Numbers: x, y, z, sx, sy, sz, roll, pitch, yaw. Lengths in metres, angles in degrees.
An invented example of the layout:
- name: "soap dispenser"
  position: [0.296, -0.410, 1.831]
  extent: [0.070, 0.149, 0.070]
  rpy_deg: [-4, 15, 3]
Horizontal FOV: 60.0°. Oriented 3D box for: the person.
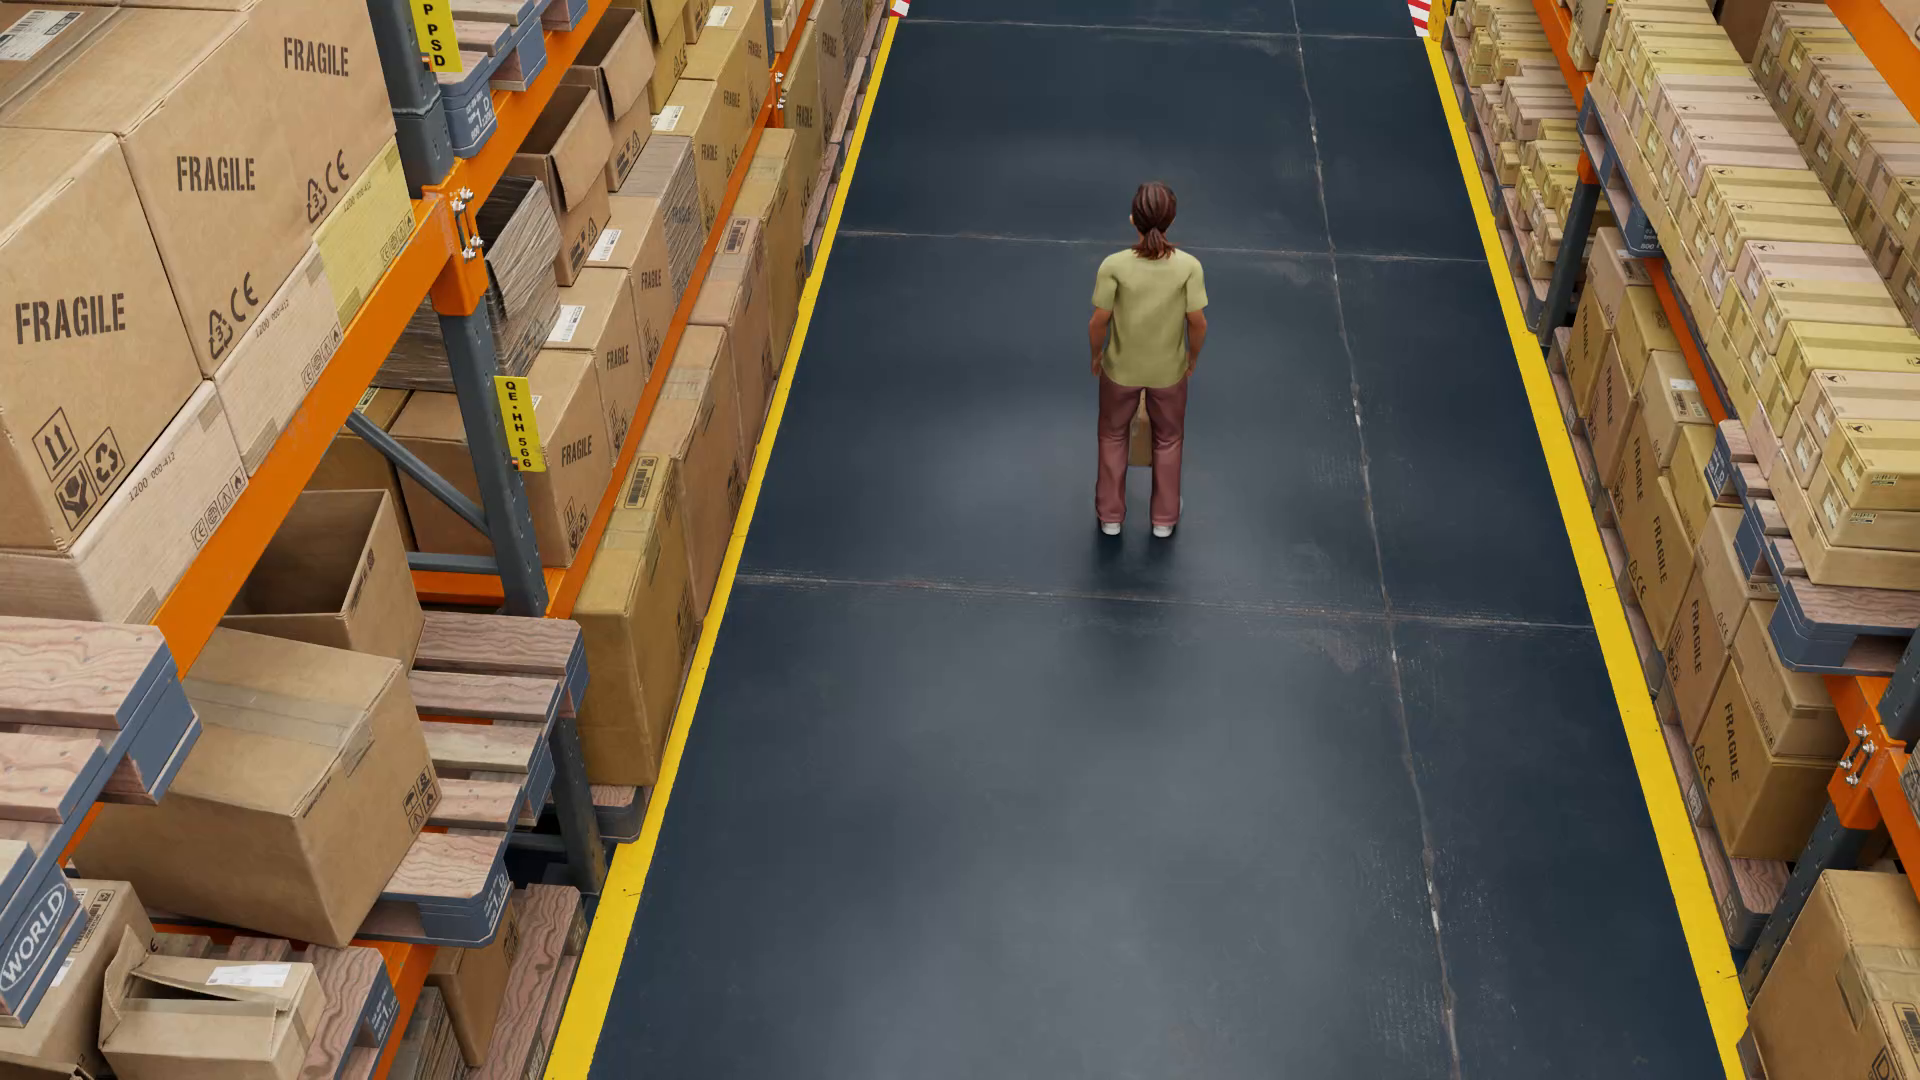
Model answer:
- name: "person"
  position: [0.774, -0.730, 7.020]
  extent: [0.486, 1.674, 0.365]
  rpy_deg: [2, 40, 3]
